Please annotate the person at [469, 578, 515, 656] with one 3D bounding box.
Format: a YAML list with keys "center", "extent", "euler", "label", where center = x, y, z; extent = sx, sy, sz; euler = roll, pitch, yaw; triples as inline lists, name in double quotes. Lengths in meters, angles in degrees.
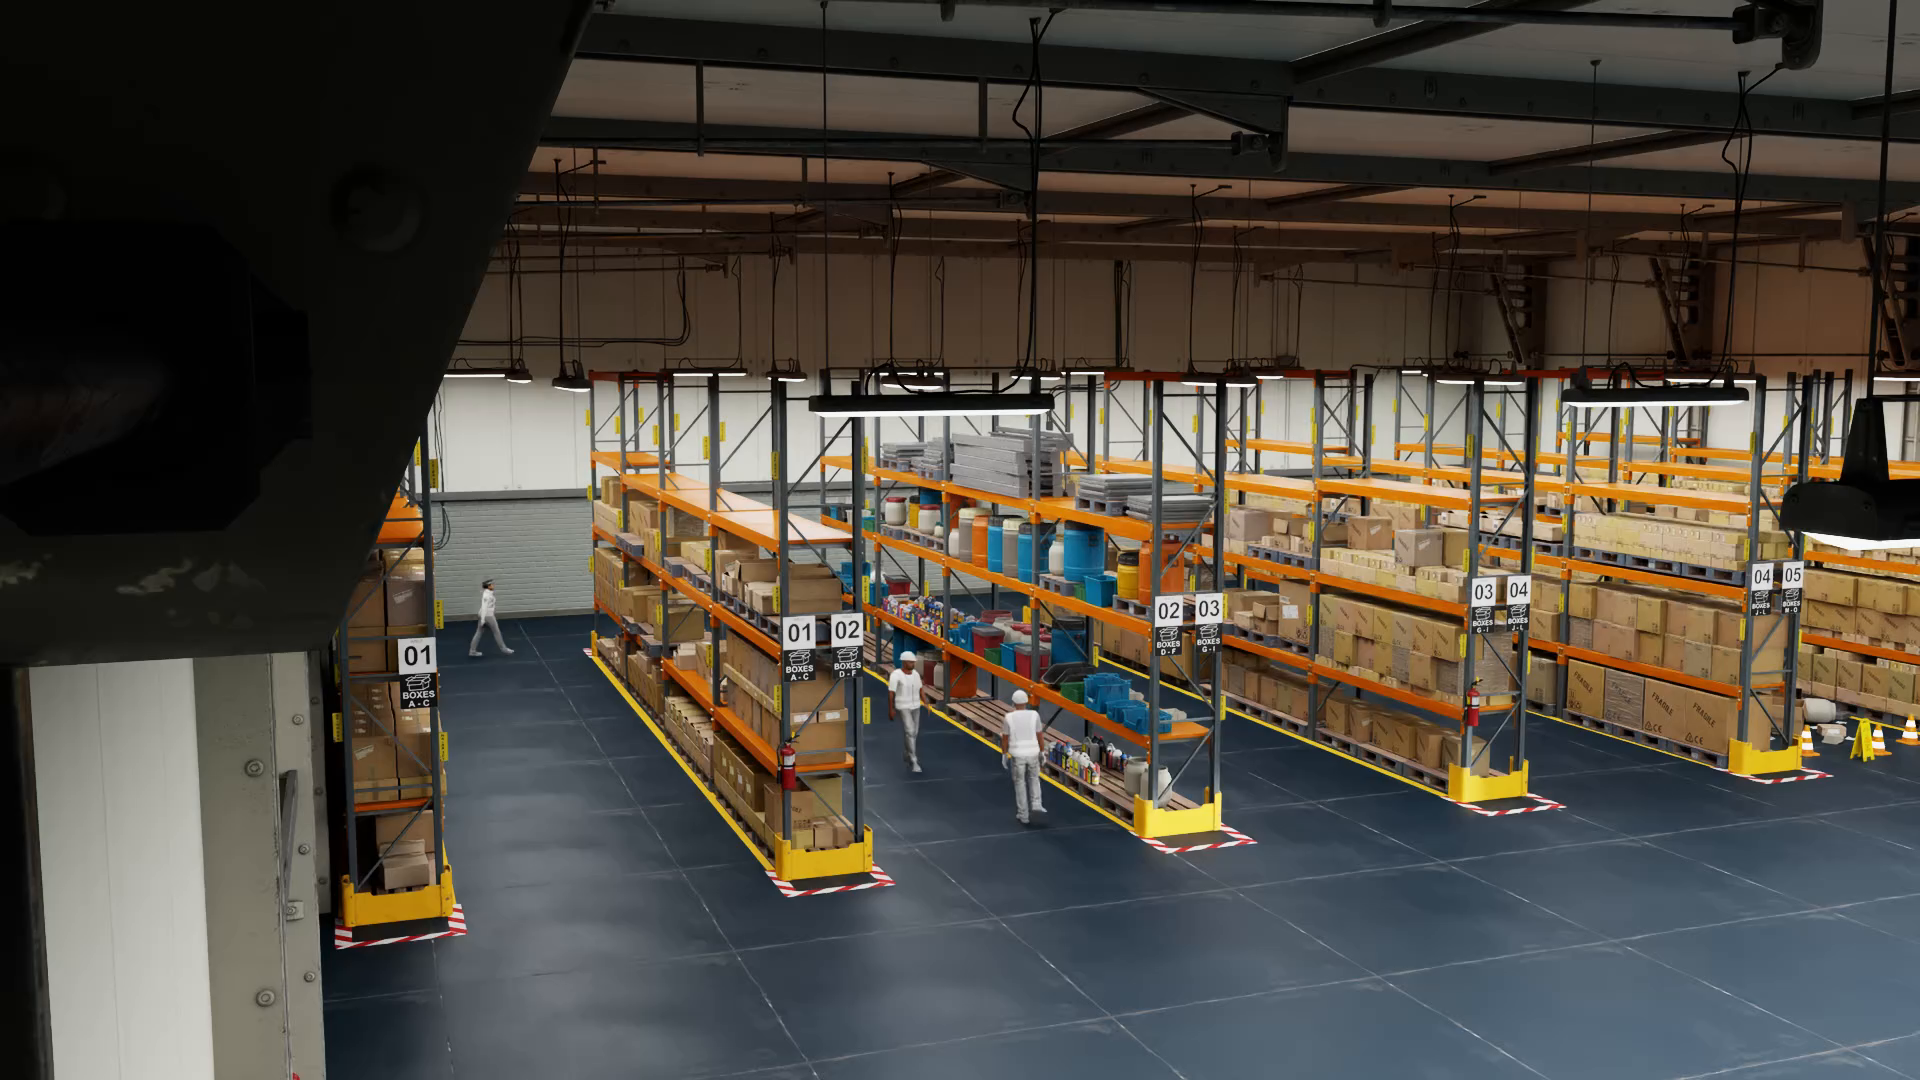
- center: [-9.902, 1.592, 34.991]
  extent: [0.935, 1.625, 0.452]
  euler: [-5, 8, -37]
  label: "person"

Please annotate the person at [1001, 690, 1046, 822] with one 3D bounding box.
- center: [0.865, 2.929, 22.568]
  extent: [0.592, 1.777, 0.504]
  euler: [-1, 6, -11]
  label: "person"

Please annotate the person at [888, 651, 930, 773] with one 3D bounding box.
- center: [-0.708, 2.620, 25.532]
  extent: [0.593, 1.783, 0.688]
  euler: [-6, 8, -41]
  label: "person"

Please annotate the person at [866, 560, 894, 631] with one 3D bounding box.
- center: [-1.873, 1.246, 38.177]
  extent: [1.072, 1.616, 0.479]
  euler: [4, 8, 33]
  label: "person"
